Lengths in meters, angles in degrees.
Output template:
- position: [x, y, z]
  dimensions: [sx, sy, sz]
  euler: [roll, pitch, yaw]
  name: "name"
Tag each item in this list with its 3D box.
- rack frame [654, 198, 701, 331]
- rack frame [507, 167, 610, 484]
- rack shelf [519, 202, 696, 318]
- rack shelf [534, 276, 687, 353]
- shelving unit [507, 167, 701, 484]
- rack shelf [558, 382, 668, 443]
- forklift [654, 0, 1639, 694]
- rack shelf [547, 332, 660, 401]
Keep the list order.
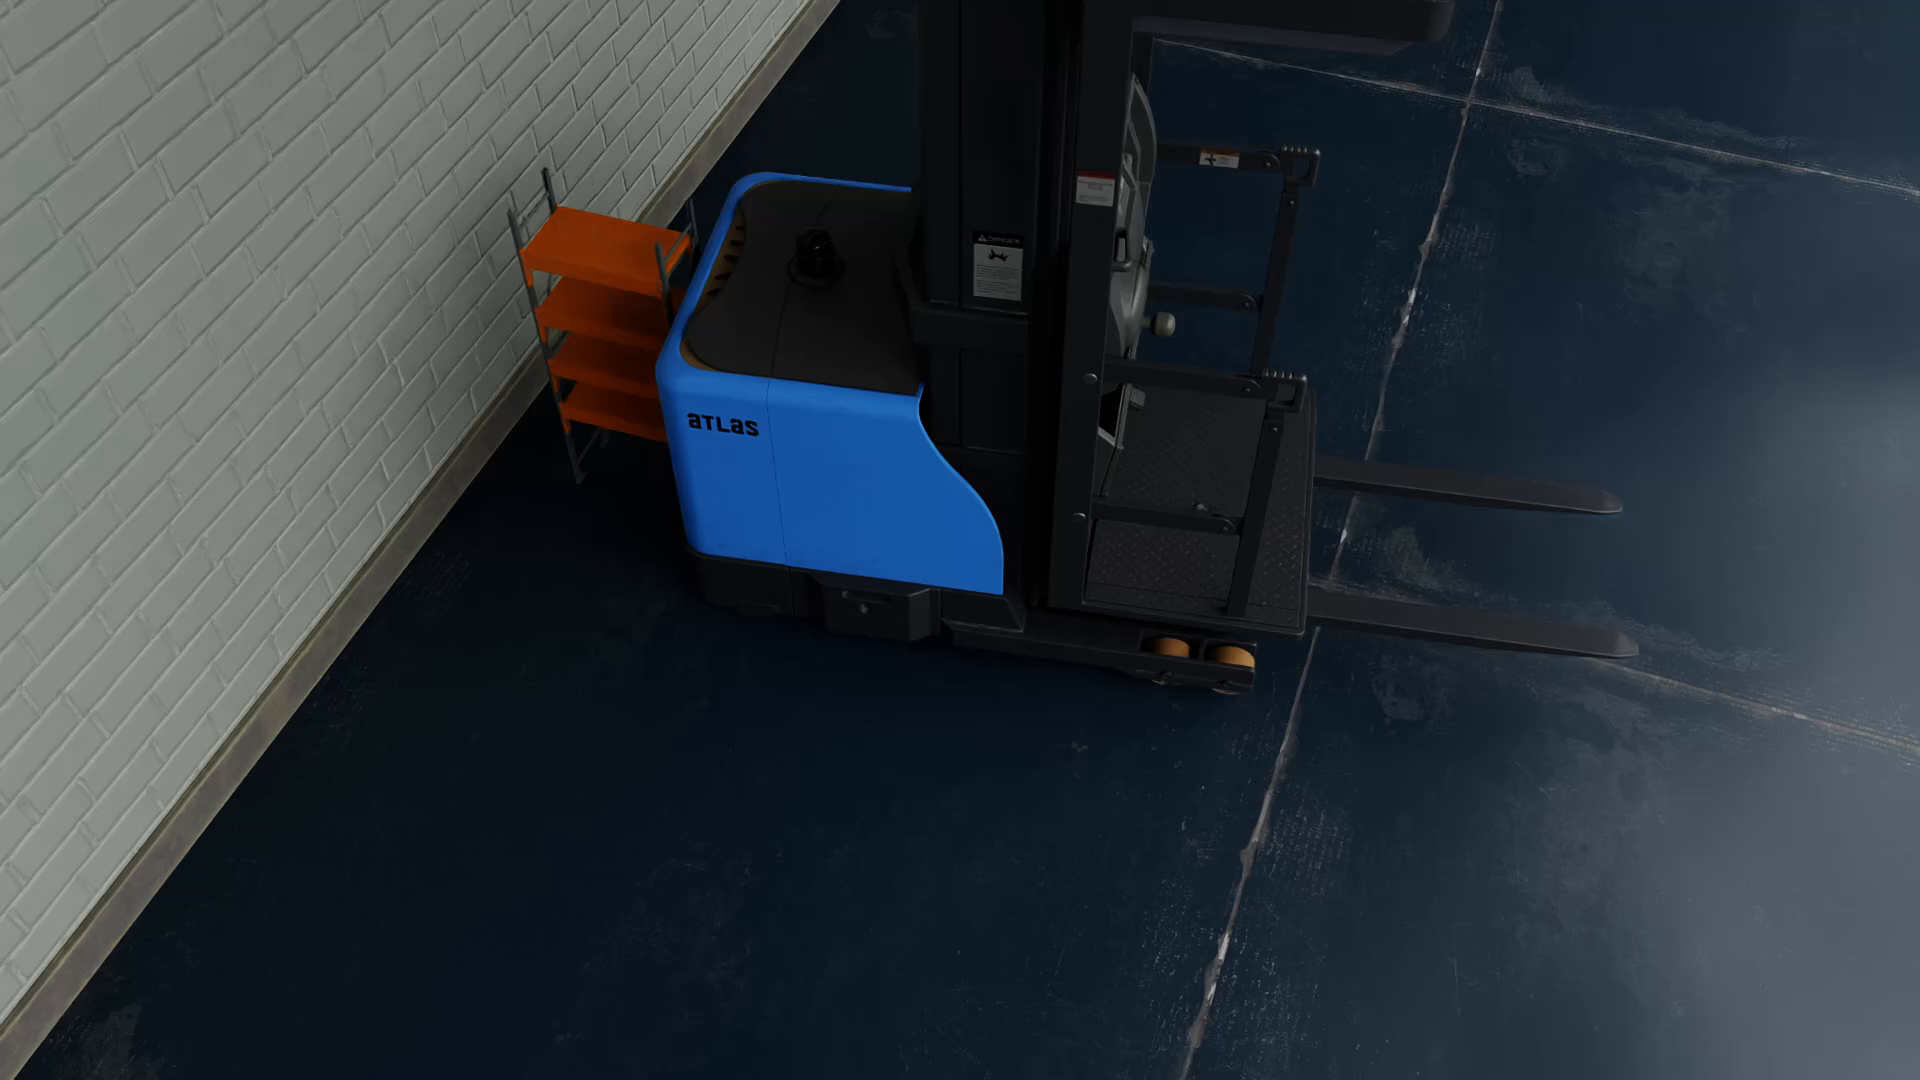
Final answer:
- position: [-0.859, -0.563, 5.444]
  dimensions: [0.015, 1.200, 0.240]
  euler: [14, 51, 12]
  name: "rack frame"
- position: [-1.323, -0.678, 5.544]
  dimensions: [0.015, 1.200, 0.240]
  euler: [14, 51, 12]
  name: "rack frame"
- position: [-1.091, -0.877, 5.196]
  dimensions: [0.480, 0.148, 0.258]
  euler: [14, 51, 12]
  name: "rack shelf"
- position: [-1.091, -0.723, 5.375]
  dimensions: [0.480, 0.148, 0.258]
  euler: [14, 51, 12]
  name: "rack shelf"
- position: [-1.091, -0.621, 5.494]
  dimensions: [0.503, 1.200, 0.258]
  euler: [14, 51, 12]
  name: "shelving unit"
- position: [-1.091, -0.447, 5.695]
  dimensions: [0.480, 0.148, 0.258]
  euler: [14, 51, 12]
  name: "rack shelf"
- position: [0.667, -0.904, 4.594]
  dimensions: [3.031, 2.935, 1.130]
  euler: [8, 50, 7]
  name: "forklift"
- position: [-1.091, -0.577, 5.545]
  dimensions: [0.480, 0.148, 0.258]
  euler: [14, 51, 12]
  name: "rack shelf"
